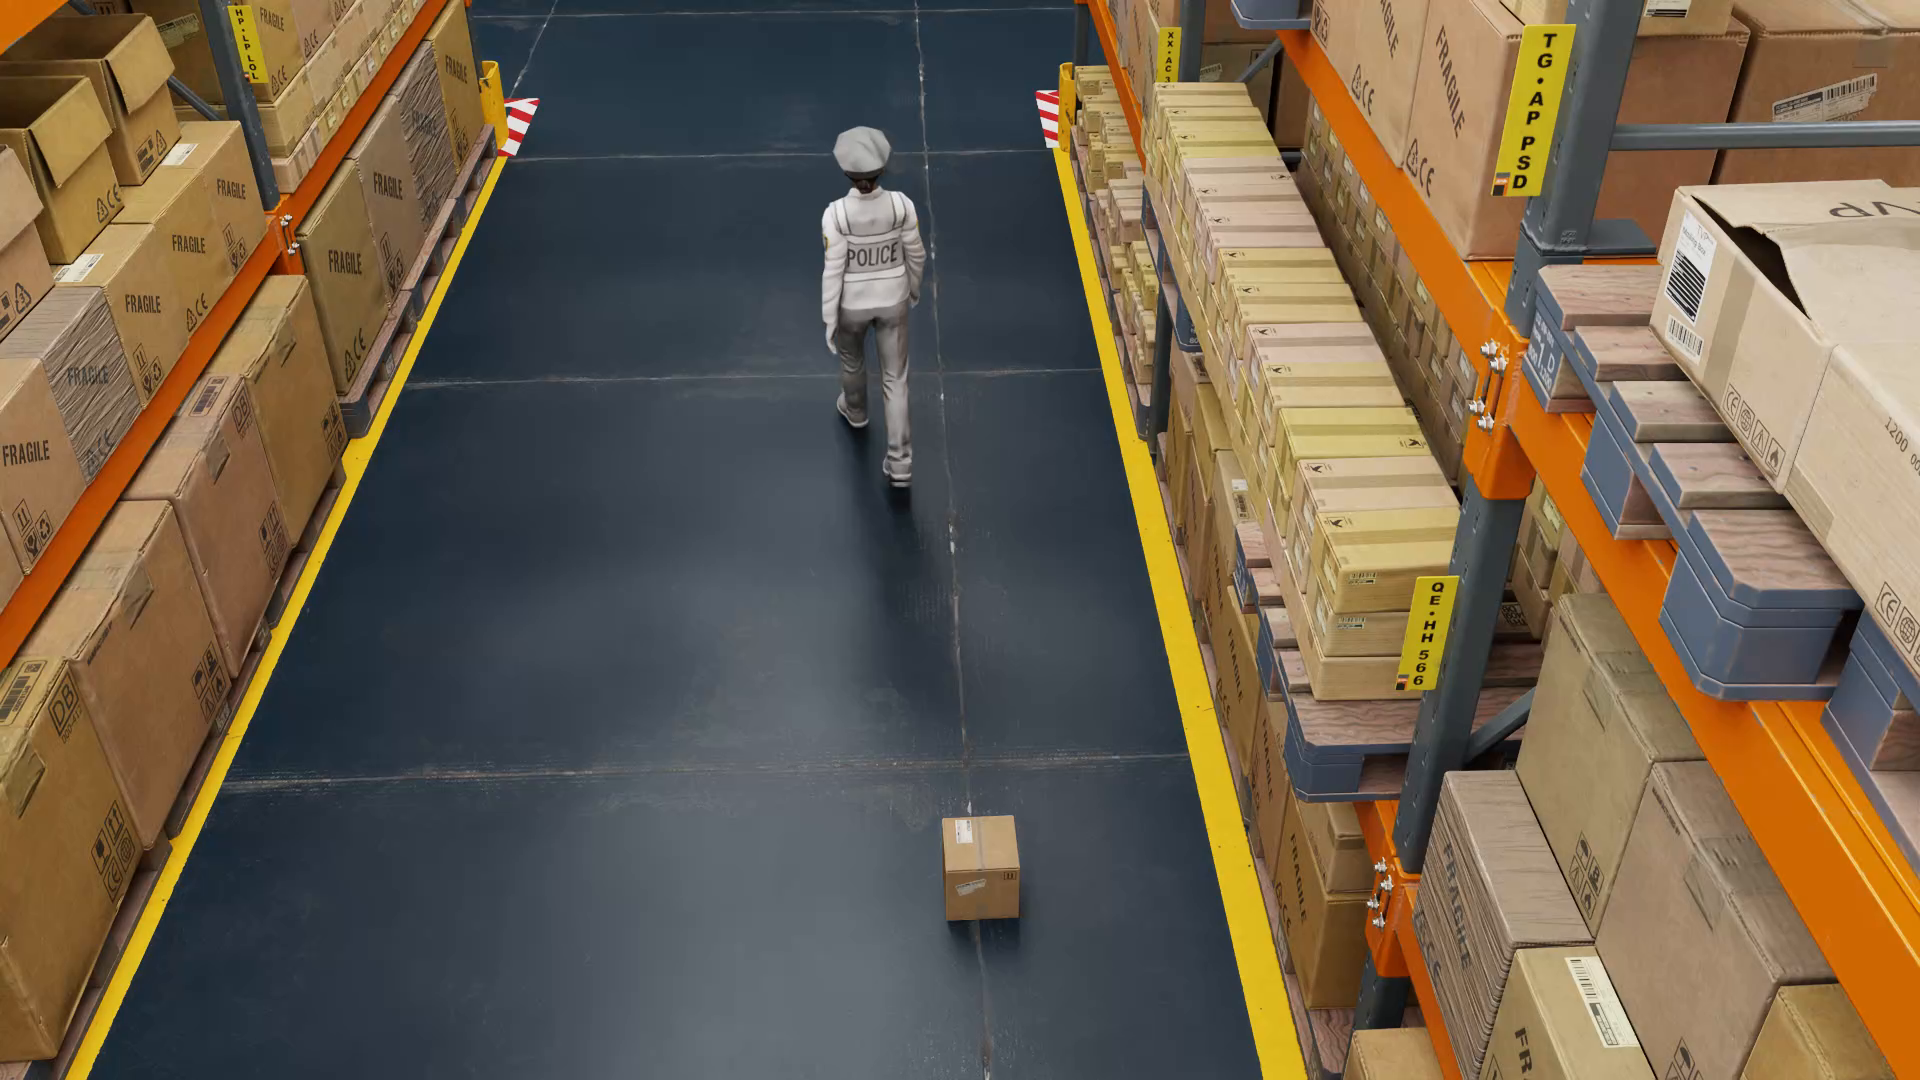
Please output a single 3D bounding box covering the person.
[{"bbox_3d":[-0.400,-1.119,7.682,0.505,1.641,0.971,-6,36,-9],"label":"person"}]
